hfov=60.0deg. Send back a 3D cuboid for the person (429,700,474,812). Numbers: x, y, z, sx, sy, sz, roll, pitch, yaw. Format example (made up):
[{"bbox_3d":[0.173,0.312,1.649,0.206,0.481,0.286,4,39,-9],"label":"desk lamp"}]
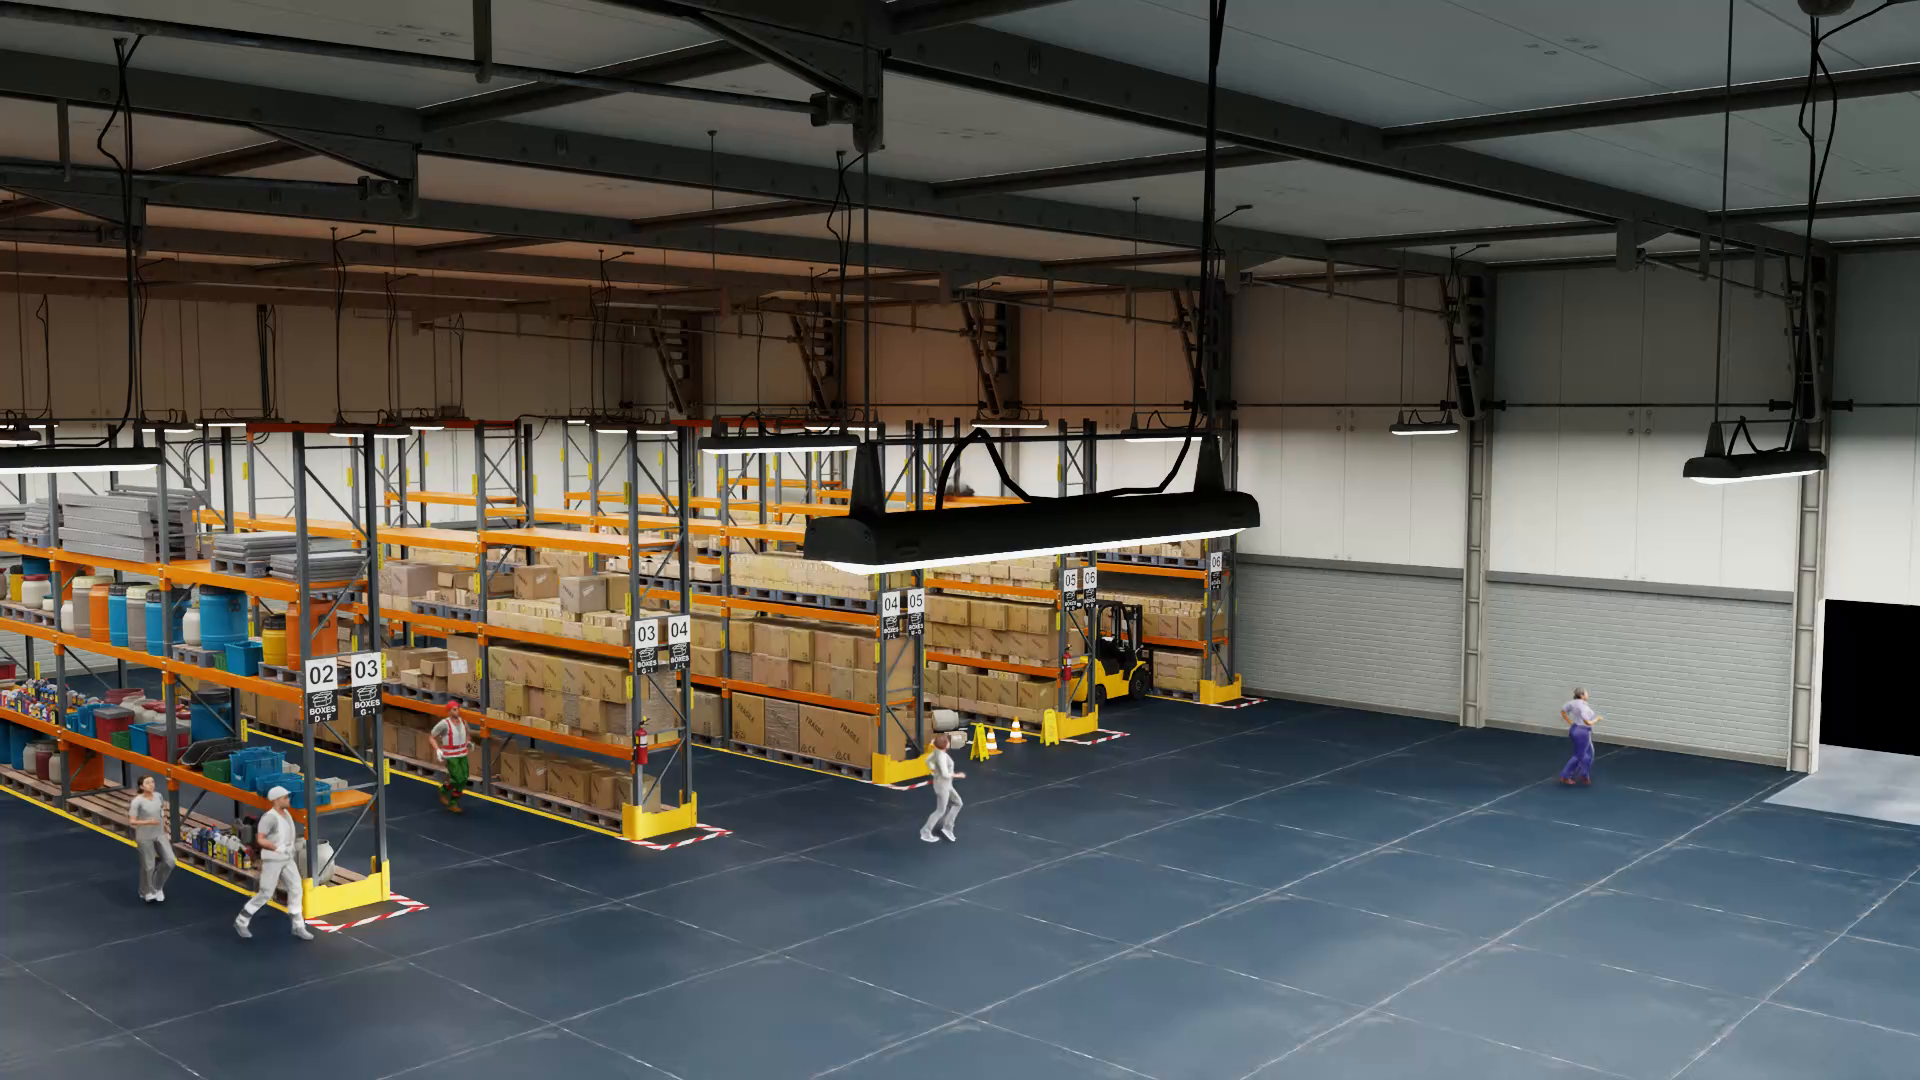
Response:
[{"bbox_3d":[-7.804,3.356,25.757,0.587,1.742,0.653,3,6,35],"label":"person"}]

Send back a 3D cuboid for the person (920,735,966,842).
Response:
[{"bbox_3d":[-0.250,3.587,23.983,0.672,1.594,0.543,0,5,-5],"label":"person"}]

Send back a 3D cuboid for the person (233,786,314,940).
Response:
[{"bbox_3d":[-8.072,3.818,19.756,0.950,1.777,0.720,1,5,10],"label":"person"}]

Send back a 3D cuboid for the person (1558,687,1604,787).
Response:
[{"bbox_3d":[10.247,3.278,27.469,0.705,1.692,0.585,0,5,2],"label":"person"}]

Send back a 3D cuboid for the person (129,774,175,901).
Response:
[{"bbox_3d":[-10.212,3.781,21.057,0.616,1.656,0.548,3,6,36],"label":"person"}]
